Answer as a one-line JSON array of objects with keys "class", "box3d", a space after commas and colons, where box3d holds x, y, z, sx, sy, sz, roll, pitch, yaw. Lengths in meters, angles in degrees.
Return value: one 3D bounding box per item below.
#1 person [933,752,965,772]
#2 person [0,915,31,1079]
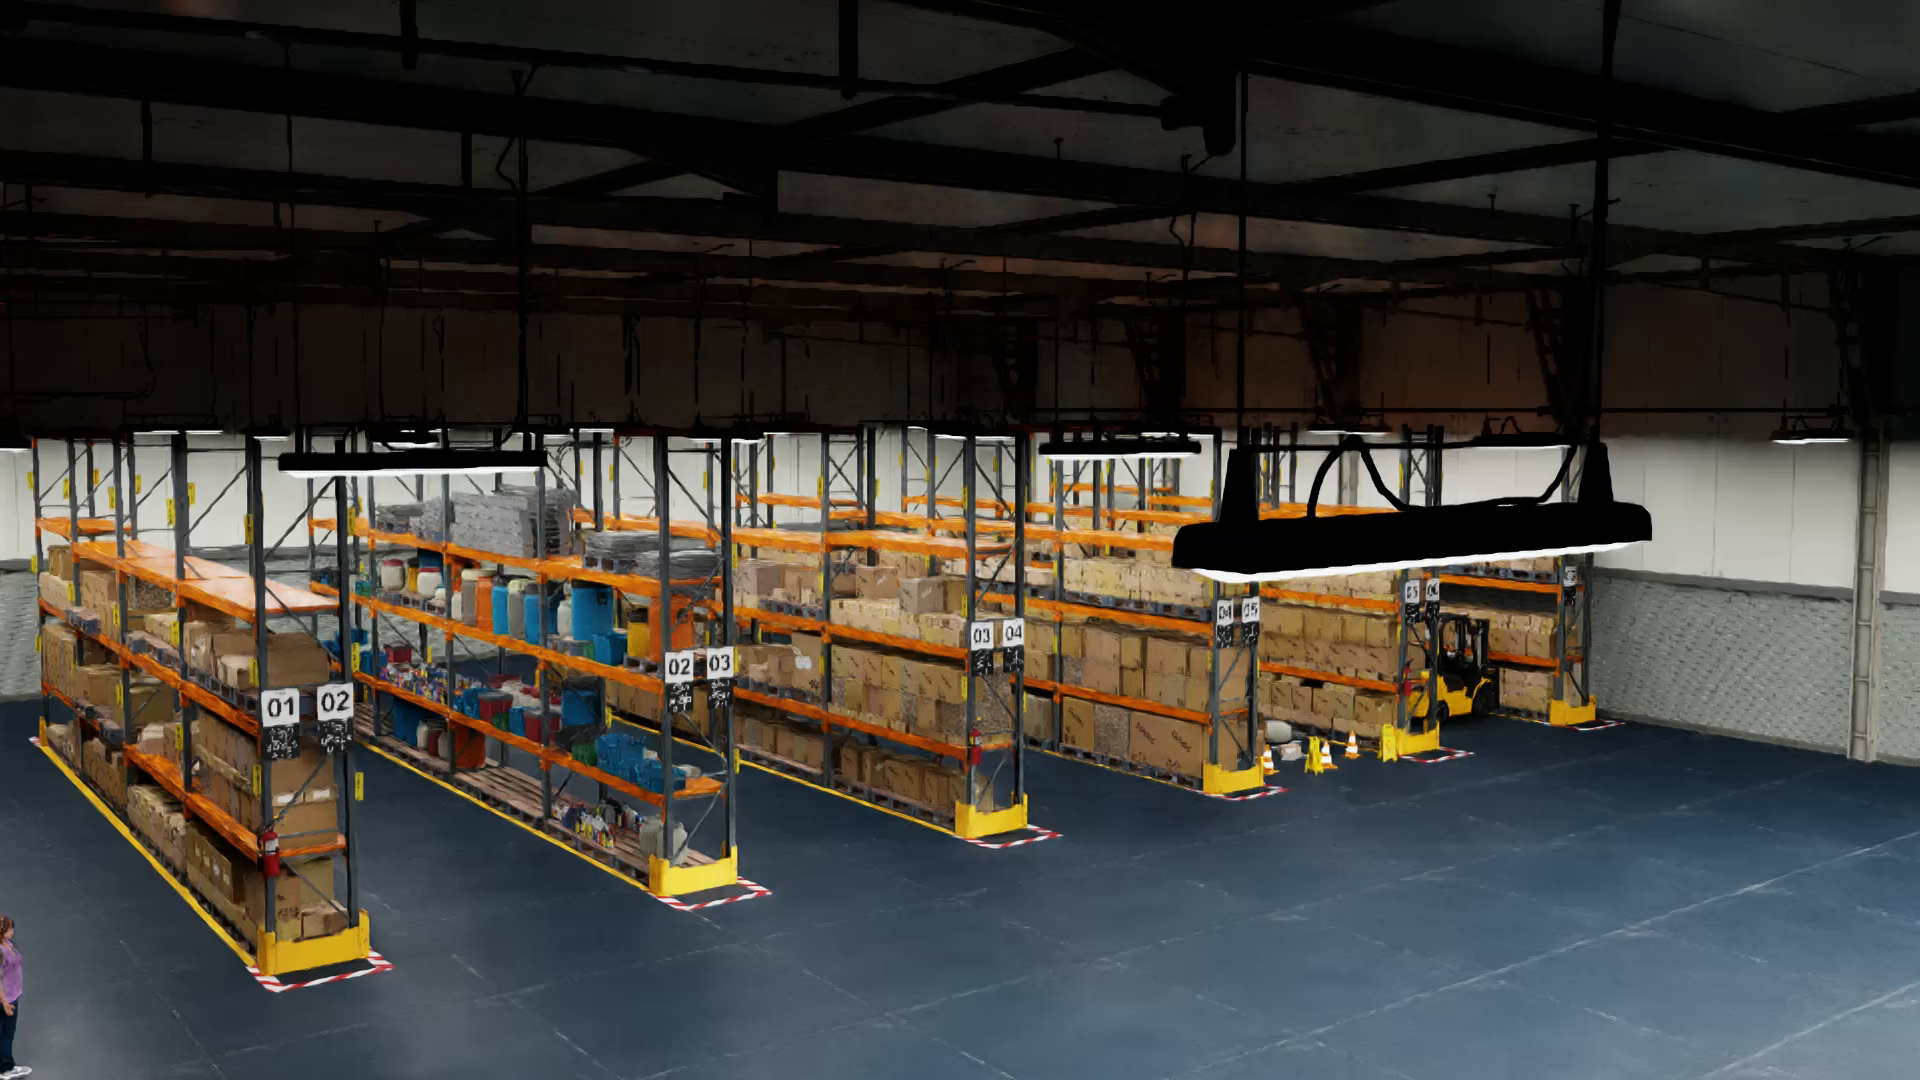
[{"class": "person", "box3d": [-0.157, 3.310, 28.156, 0.448, 1.590, 1.110, -3, 5, -35]}, {"class": "person", "box3d": [-9.002, 4.313, 15.527, 0.397, 1.596, 0.575, -1, 5, -10]}]
